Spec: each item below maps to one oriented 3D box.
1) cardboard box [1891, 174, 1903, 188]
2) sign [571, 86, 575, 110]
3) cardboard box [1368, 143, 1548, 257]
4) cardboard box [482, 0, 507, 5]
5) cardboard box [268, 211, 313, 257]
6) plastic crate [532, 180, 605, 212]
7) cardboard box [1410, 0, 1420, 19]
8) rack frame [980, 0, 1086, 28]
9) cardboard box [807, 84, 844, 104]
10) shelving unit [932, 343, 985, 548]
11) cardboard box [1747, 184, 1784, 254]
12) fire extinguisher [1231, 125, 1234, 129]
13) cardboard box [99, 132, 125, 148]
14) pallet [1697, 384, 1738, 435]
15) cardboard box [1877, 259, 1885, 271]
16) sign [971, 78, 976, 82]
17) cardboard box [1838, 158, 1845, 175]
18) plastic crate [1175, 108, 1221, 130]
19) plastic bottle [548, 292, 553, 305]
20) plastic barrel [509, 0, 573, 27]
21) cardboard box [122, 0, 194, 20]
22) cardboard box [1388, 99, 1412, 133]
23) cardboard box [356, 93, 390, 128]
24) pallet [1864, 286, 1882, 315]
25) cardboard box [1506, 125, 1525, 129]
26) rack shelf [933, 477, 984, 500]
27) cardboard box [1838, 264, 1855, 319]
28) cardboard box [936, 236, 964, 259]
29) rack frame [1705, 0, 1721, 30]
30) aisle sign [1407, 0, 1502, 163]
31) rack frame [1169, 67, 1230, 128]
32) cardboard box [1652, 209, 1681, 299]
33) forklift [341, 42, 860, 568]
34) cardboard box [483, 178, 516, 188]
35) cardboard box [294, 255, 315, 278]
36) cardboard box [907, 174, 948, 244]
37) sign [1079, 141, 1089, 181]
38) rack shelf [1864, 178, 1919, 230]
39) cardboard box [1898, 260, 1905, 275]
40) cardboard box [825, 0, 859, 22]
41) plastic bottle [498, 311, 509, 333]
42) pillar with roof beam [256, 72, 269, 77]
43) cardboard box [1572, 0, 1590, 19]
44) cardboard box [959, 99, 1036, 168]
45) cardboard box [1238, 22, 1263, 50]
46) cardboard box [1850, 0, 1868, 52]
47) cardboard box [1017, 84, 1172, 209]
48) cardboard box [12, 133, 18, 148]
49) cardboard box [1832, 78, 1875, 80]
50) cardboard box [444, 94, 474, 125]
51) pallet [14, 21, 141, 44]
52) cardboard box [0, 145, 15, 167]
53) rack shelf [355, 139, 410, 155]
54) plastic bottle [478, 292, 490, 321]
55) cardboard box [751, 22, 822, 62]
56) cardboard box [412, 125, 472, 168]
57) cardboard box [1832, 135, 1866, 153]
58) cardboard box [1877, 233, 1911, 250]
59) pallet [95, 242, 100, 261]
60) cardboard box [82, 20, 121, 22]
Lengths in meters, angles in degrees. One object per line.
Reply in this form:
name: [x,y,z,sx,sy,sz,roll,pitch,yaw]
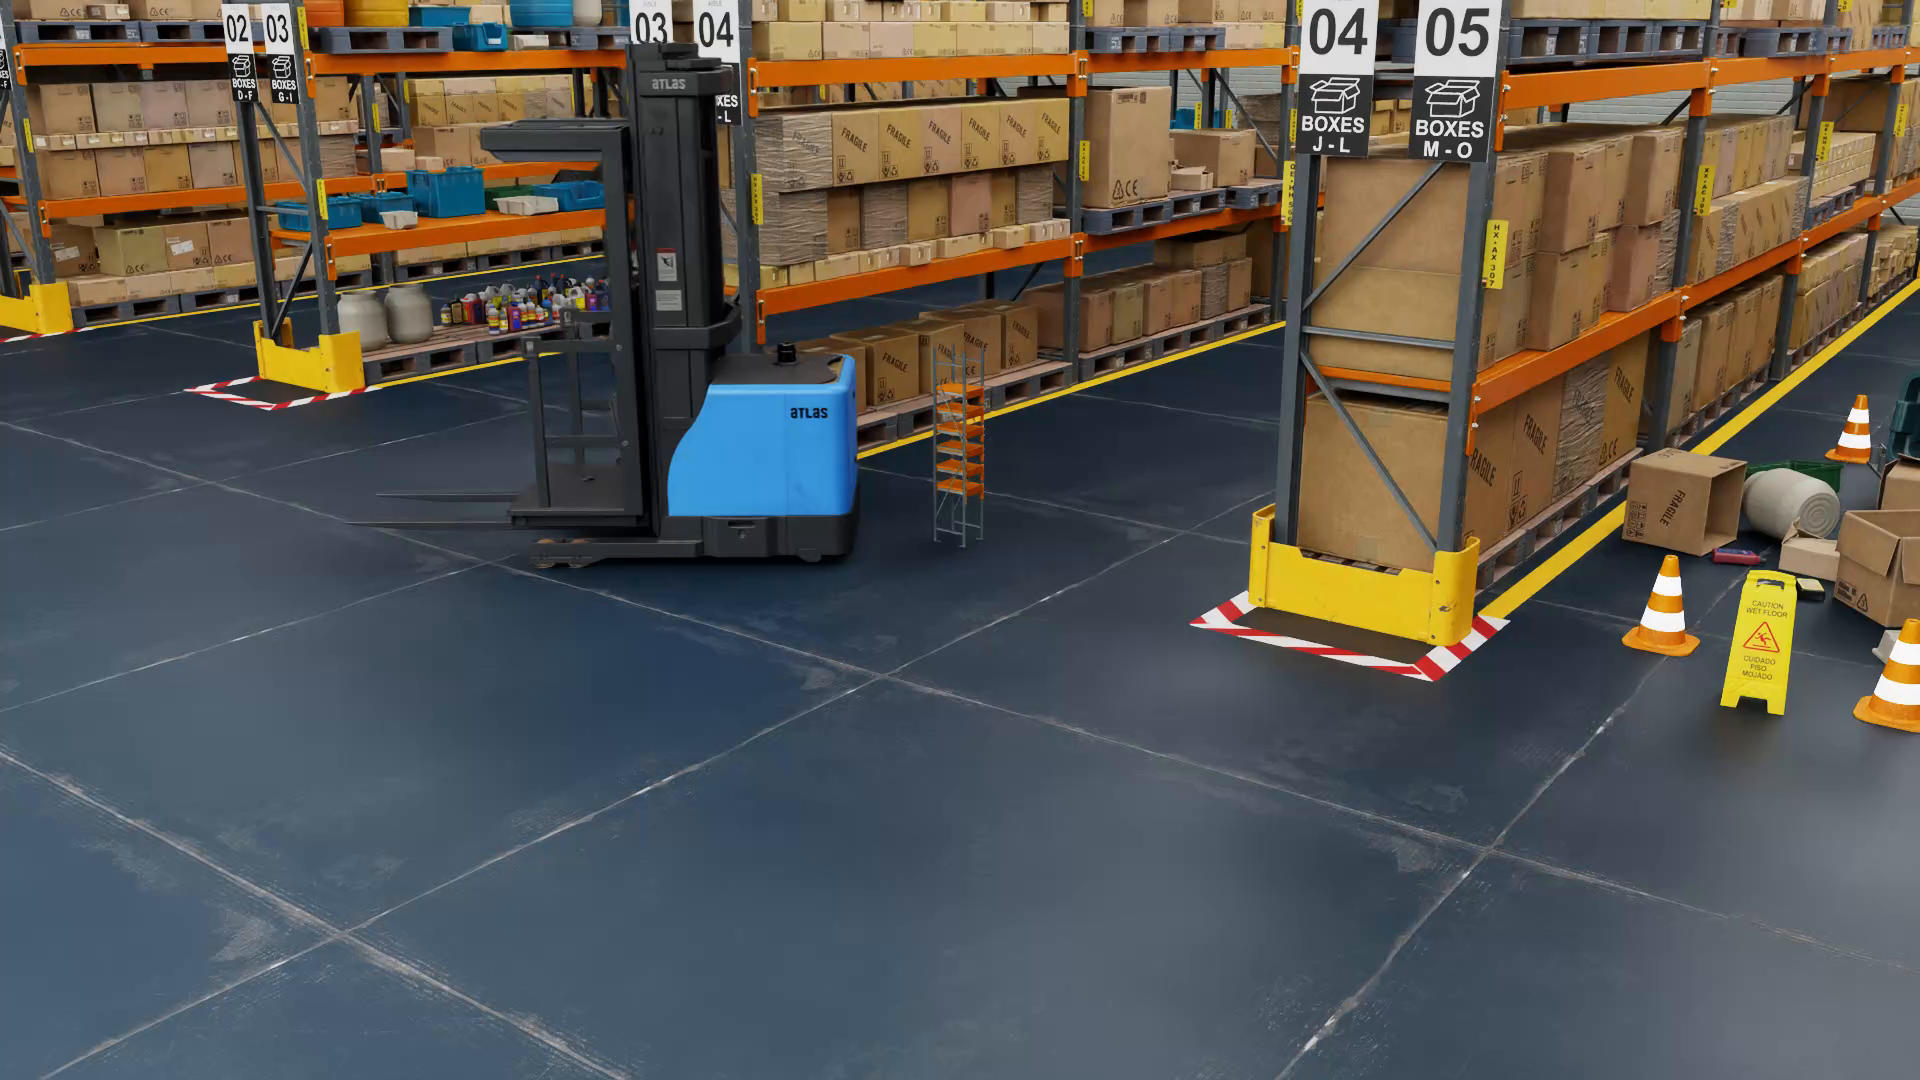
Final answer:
cardboard box: [10.307,-4.037,18.611,0.380,0.149,0.250,13,21,36]
sign: [-5.406,-6.196,23.320,0.100,0.325,0.005,12,21,35]
cardboard box: [2.651,-1.846,9.057,0.875,0.550,0.550,12,21,35]
cardboard box: [-7.804,-8.663,27.113,0.700,0.500,0.500,12,21,35]
cardboard box: [-7.756,-3.614,19.488,0.500,0.500,0.500,12,21,35]
plastic crate: [-3.814,-3.376,16.307,0.499,0.251,0.616,12,21,35]
cardboard box: [2.222,-2.790,8.659,0.380,0.149,0.250,13,21,35]
rack frame: [0.605,-5.748,13.581,1.000,3.000,0.127,12,21,35]
cardboard box: [-2.075,-7.128,26.284,0.500,0.500,0.500,13,22,36]
shelving unit: [-0.009,-0.570,10.055,0.258,1.200,0.189,12,21,35]
cardboard box: [6.263,-2.591,13.360,0.500,0.500,0.500,12,21,34]
fire extinguisher: [4.232,-6.357,26.416,0.296,0.674,0.183,12,21,35]
cardboard box: [-9.020,-4.217,17.504,0.380,0.149,0.250,13,21,35]
pallet: [5.654,-1.140,13.558,1.003,0.211,1.213,12,21,35]
cardboard box: [10.309,-3.165,18.974,0.380,0.149,0.250,14,22,37]
sign: [0.236,-8.094,28.764,0.100,0.325,0.005,12,21,35]
cardboard box: [8.285,-3.610,16.024,0.380,0.149,0.250,13,22,37]
plastic crate: [3.728,-6.549,26.115,0.616,0.435,0.499,12,21,35]
plastic bottle: [-4.017,-2.325,16.511,0.061,0.283,0.133,12,21,35]
plastic barrel: [-4.051,-5.413,16.005,0.600,0.901,0.708,12,21,35]
cardboard box: [-8.523,-5.777,17.618,0.500,0.500,0.500,12,21,35]
cardboard box: [4.998,-5.162,19.948,0.797,0.503,0.637,12,21,33]
cardboard box: [-9.218,-6.606,25.548,0.700,0.500,0.500,10,20,28]
pallet: [9.667,-2.723,18.655,1.003,0.211,1.213,12,21,35]
cardboard box: [7.680,-5.649,23.130,0.500,0.250,0.500,12,21,34]
rack shelf: [-0.009,-0.298,10.139,0.258,0.103,0.180,12,21,35]
cardboard box: [8.751,-2.552,16.910,0.500,0.500,0.500,12,21,33]
cardboard box: [-0.192,-2.305,13.033,0.380,0.149,0.250,12,21,35]
rack frame: [4.528,-4.848,10.681,1.000,3.000,0.127,12,21,35]
aisle sign: [2.344,-2.202,7.892,0.394,0.787,0.004,12,21,35]
rack frame: [3.778,-6.617,26.492,1.000,3.000,0.127,12,21,35]
cardboard box: [4.318,-1.964,11.258,0.875,0.550,0.550,12,21,35]
forklift: [-2.147,-1.393,9.788,3.031,2.935,1.130,0,17,-1]
cardboard box: [-7.875,-5.995,27.408,0.750,0.750,0.750,12,21,34]
cardboard box: [-7.755,-3.256,19.598,0.500,0.250,0.500,12,21,35]
cardboard box: [-0.587,-2.615,12.937,0.875,0.500,0.500,12,21,35]
sign: [1.046,-3.203,14.039,0.100,0.325,0.005,12,21,35]
rack shelf: [10.487,-4.021,19.347,1.077,0.370,4.000,12,21,35]
cardboard box: [10.996,-3.258,19.776,0.380,0.149,0.250,11,21,32]
cardboard box: [-0.925,-3.685,11.576,0.380,0.149,0.250,13,22,37]
plastic bottle: [-4.364,-2.081,15.863,0.097,0.201,0.097,0,17,0]
pillar with roof beam: [-6.957,-8.409,22.150,9.100,9.000,0.400,12,21,35]
cardboard box: [3.059,-2.797,8.681,0.380,0.149,0.250,13,21,35]
cardboard box: [0.261,-3.275,13.377,0.500,0.500,0.500,12,21,35]
cardboard box: [2.618,-4.920,16.223,0.500,0.250,0.500,12,21,34]
cardboard box: [7.758,-4.625,14.853,0.500,0.500,0.500,12,21,35]
cardboard box: [1.191,-3.535,14.849,1.000,1.000,1.000,13,21,35]
cardboard box: [-9.657,-4.164,17.333,0.380,0.149,0.250,12,21,34]
cardboard box: [9.978,-4.959,18.798,0.500,0.500,0.500,13,22,36]
cardboard box: [-8.131,-6.855,26.555,0.500,0.500,0.500,13,22,36]
pallet: [-9.290,-5.236,17.138,1.003,0.211,1.213,12,21,35]
cardboard box: [-12.257,-4.921,21.251,0.500,0.250,0.500,13,21,35]
rack shelf: [-10.137,-5.642,24.567,1.077,0.370,4.000,12,21,35]
plastic bottle: [-4.759,-2.318,16.502,0.152,0.276,0.135,12,21,33]
cardboard box: [-1.283,-3.360,11.202,0.500,0.250,0.500,13,22,36]
cardboard box: [-6.564,-4.988,21.079,0.500,0.500,0.500,14,22,39]
cardboard box: [8.898,-3.997,16.770,0.380,0.149,0.250,12,21,33]
cardboard box: [10.998,-3.535,19.665,0.380,0.149,0.250,13,22,37]
pallet: [-11.701,-4.011,22.804,1.003,0.211,1.213,12,21,35]
cardboard box: [-11.433,-6.834,21.934,0.500,0.500,0.500,13,22,36]
